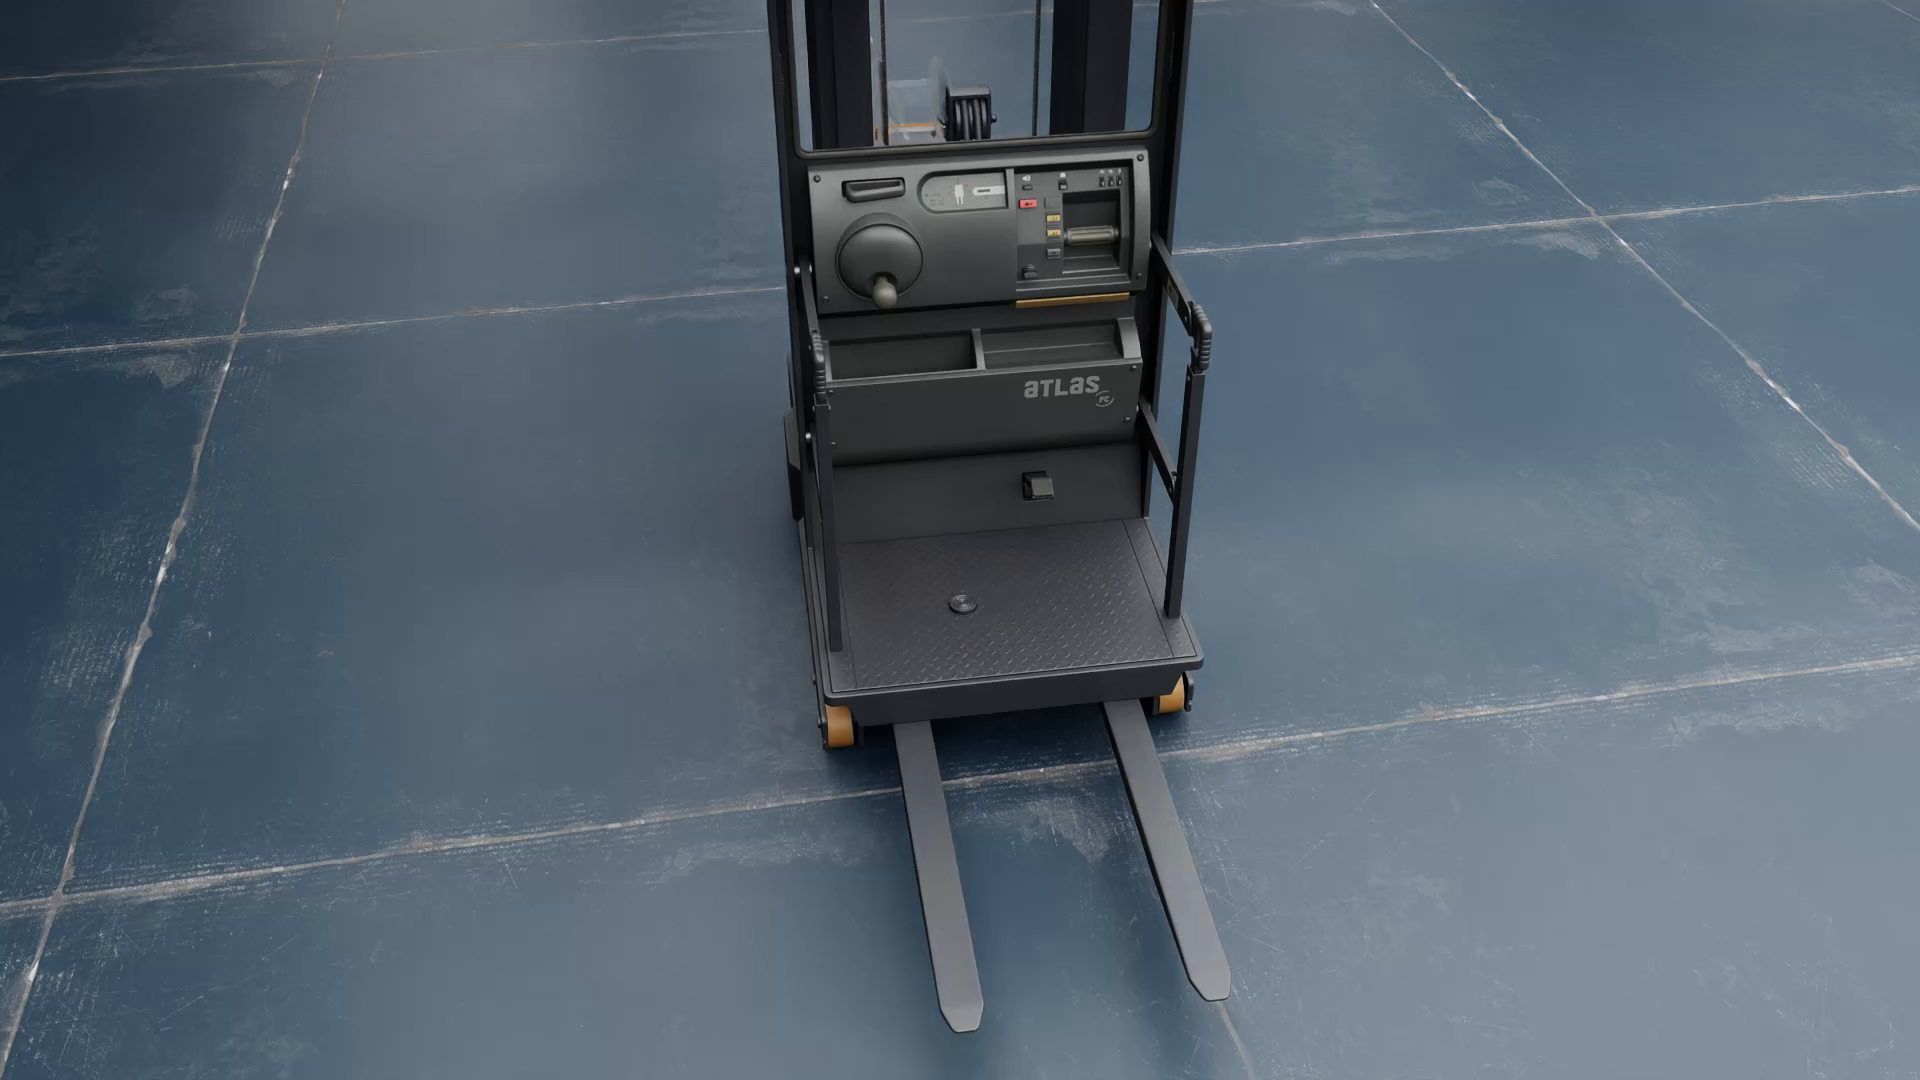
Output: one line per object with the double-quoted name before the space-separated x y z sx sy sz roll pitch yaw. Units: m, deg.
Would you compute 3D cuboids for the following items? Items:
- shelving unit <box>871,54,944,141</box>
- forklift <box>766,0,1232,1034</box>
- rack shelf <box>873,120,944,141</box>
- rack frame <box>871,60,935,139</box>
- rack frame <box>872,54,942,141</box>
"shelving unit" -0.180 -1.232 6.400 0.258 1.200 0.189 -5 10 -6
"forklift" 0.093 -0.775 4.358 1.130 2.935 3.031 -5 38 -7
"rack shelf" -0.201 -1.543 6.348 0.258 0.103 0.180 -5 10 -6
"rack frame" -0.191 -1.247 6.490 0.240 1.200 0.006 -5 10 -6
"rack frame" -0.170 -1.218 6.310 0.240 1.200 0.006 -5 10 -6
